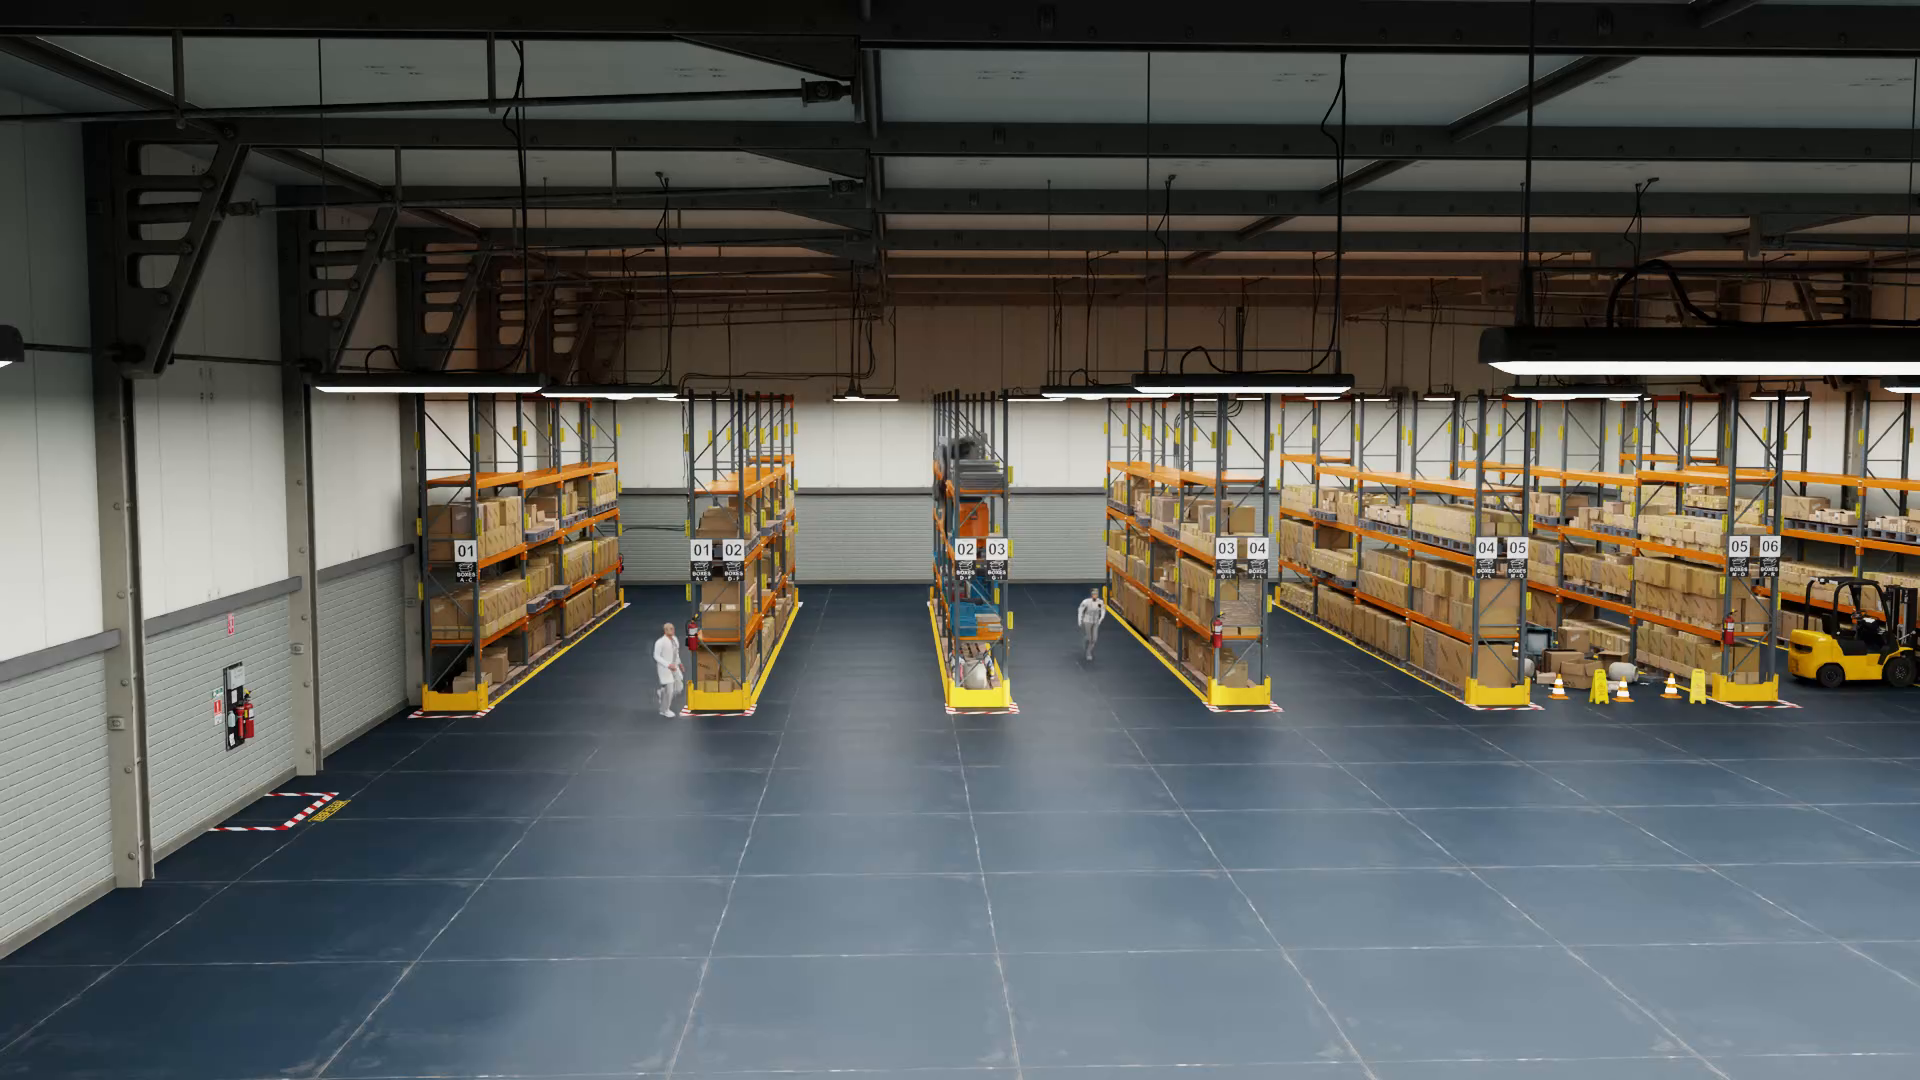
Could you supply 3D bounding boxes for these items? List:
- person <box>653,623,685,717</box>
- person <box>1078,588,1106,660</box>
[{"bbox_3d":[-5.364,2.380,30.524,0.681,1.727,0.686,3,6,32],"label":"person"},{"bbox_3d":[2.964,1.867,37.473,0.599,1.625,0.618,-2,5,-18],"label":"person"}]
